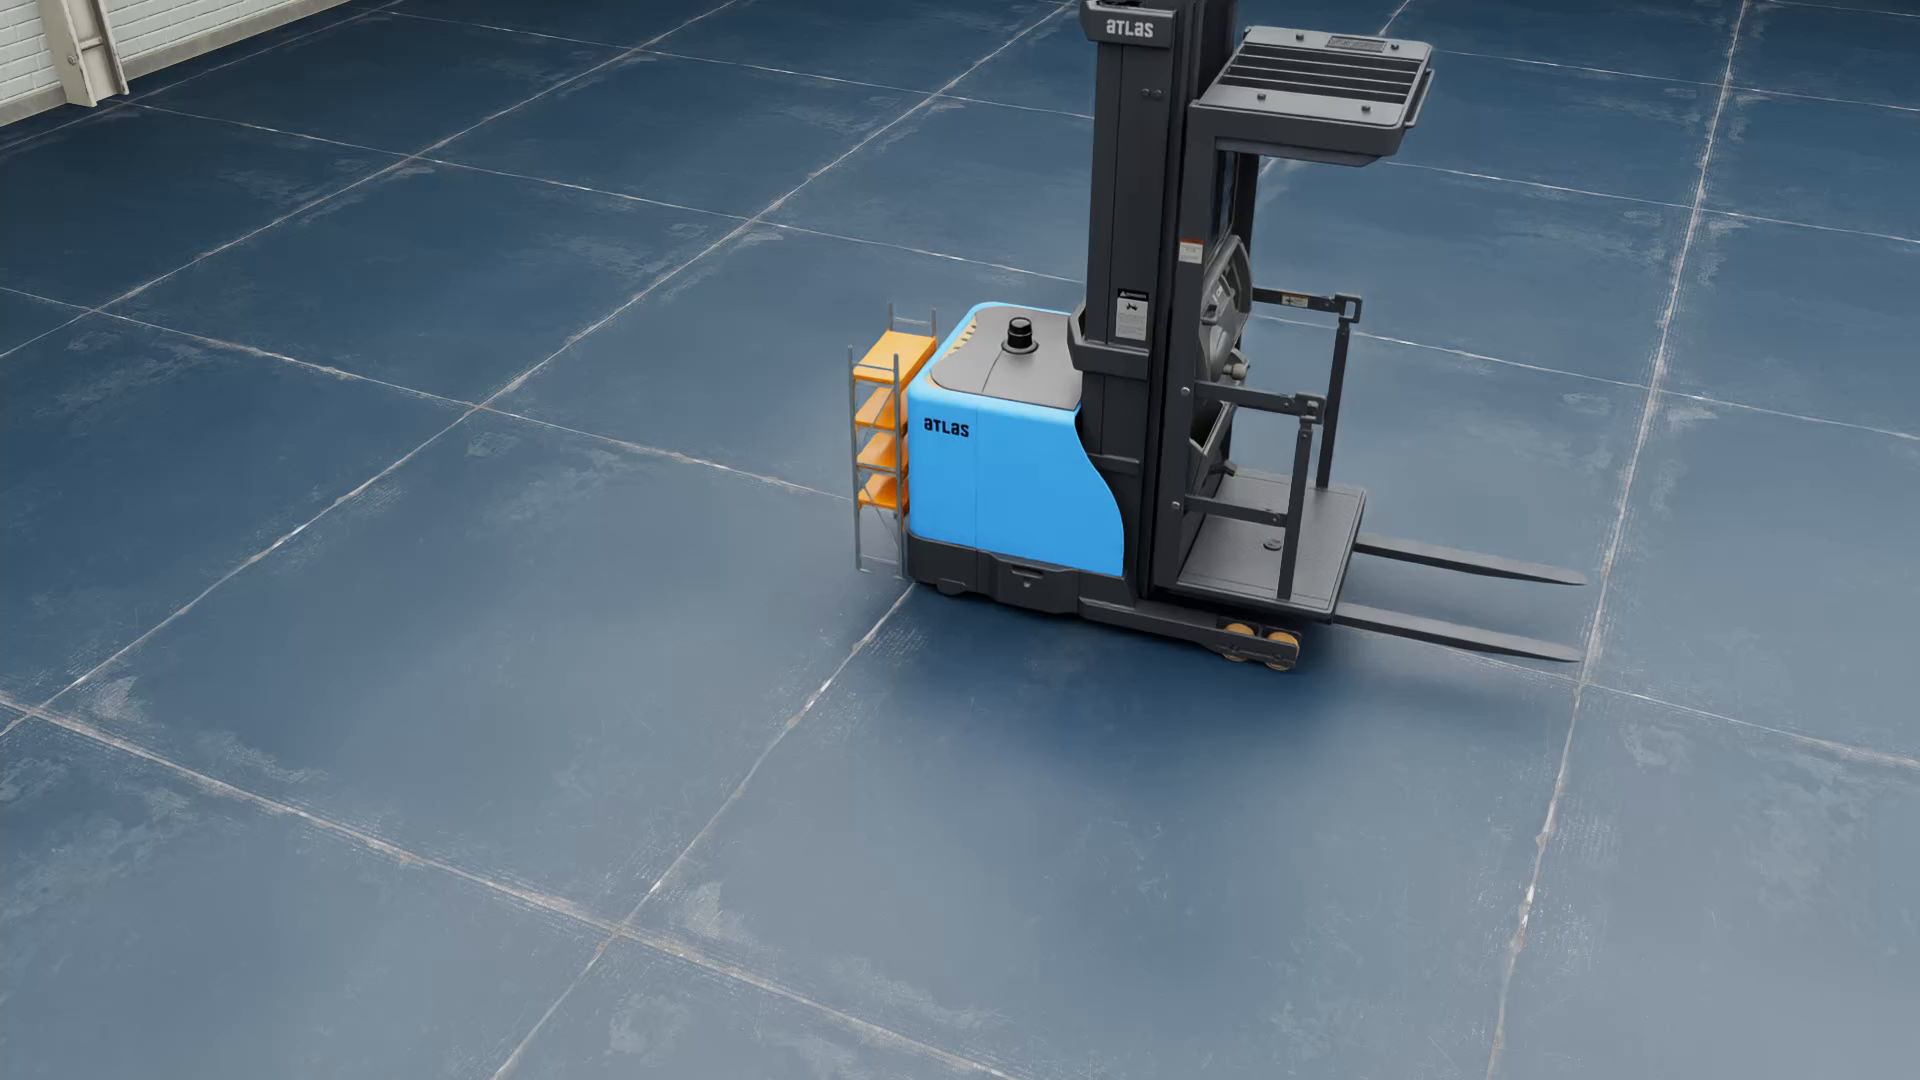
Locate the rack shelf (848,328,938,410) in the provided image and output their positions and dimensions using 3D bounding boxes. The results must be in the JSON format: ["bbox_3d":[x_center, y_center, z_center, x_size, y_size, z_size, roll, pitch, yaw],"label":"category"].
[{"bbox_3d":[-0.304,-0.791,7.646,0.258,0.148,0.480,11,35,16],"label":"rack shelf"}]

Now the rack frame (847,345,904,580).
[{"bbox_3d":[-0.385,-0.336,7.669,0.240,1.200,0.015,11,35,16],"label":"rack frame"}]

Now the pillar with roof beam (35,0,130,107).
[{"bbox_3d":[-3.290,-6.471,9.913,9.100,9.000,0.400,14,36,20],"label":"pillar with roof beam"}]

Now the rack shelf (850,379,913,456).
[{"bbox_3d":[-0.304,-0.593,7.775,0.258,0.148,0.480,11,35,16],"label":"rack shelf"}]

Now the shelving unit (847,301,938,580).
[{"bbox_3d":[-0.304,-0.463,7.861,0.258,1.200,0.503,11,35,16],"label":"shelving unit"}]

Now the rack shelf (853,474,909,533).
[{"bbox_3d":[-0.304,-0.240,8.007,0.258,0.148,0.480,11,35,16],"label":"rack shelf"}]

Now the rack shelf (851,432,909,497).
[{"bbox_3d":[-0.304,-0.406,7.898,0.258,0.148,0.480,11,35,16],"label":"rack shelf"}]

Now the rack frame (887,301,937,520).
[{"bbox_3d":[-0.223,-0.589,8.054,0.240,1.200,0.015,11,35,16],"label":"rack frame"}]

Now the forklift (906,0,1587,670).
[{"bbox_3d":[1.323,-0.979,7.070,3.031,2.935,1.130,11,35,16],"label":"forklift"}]
